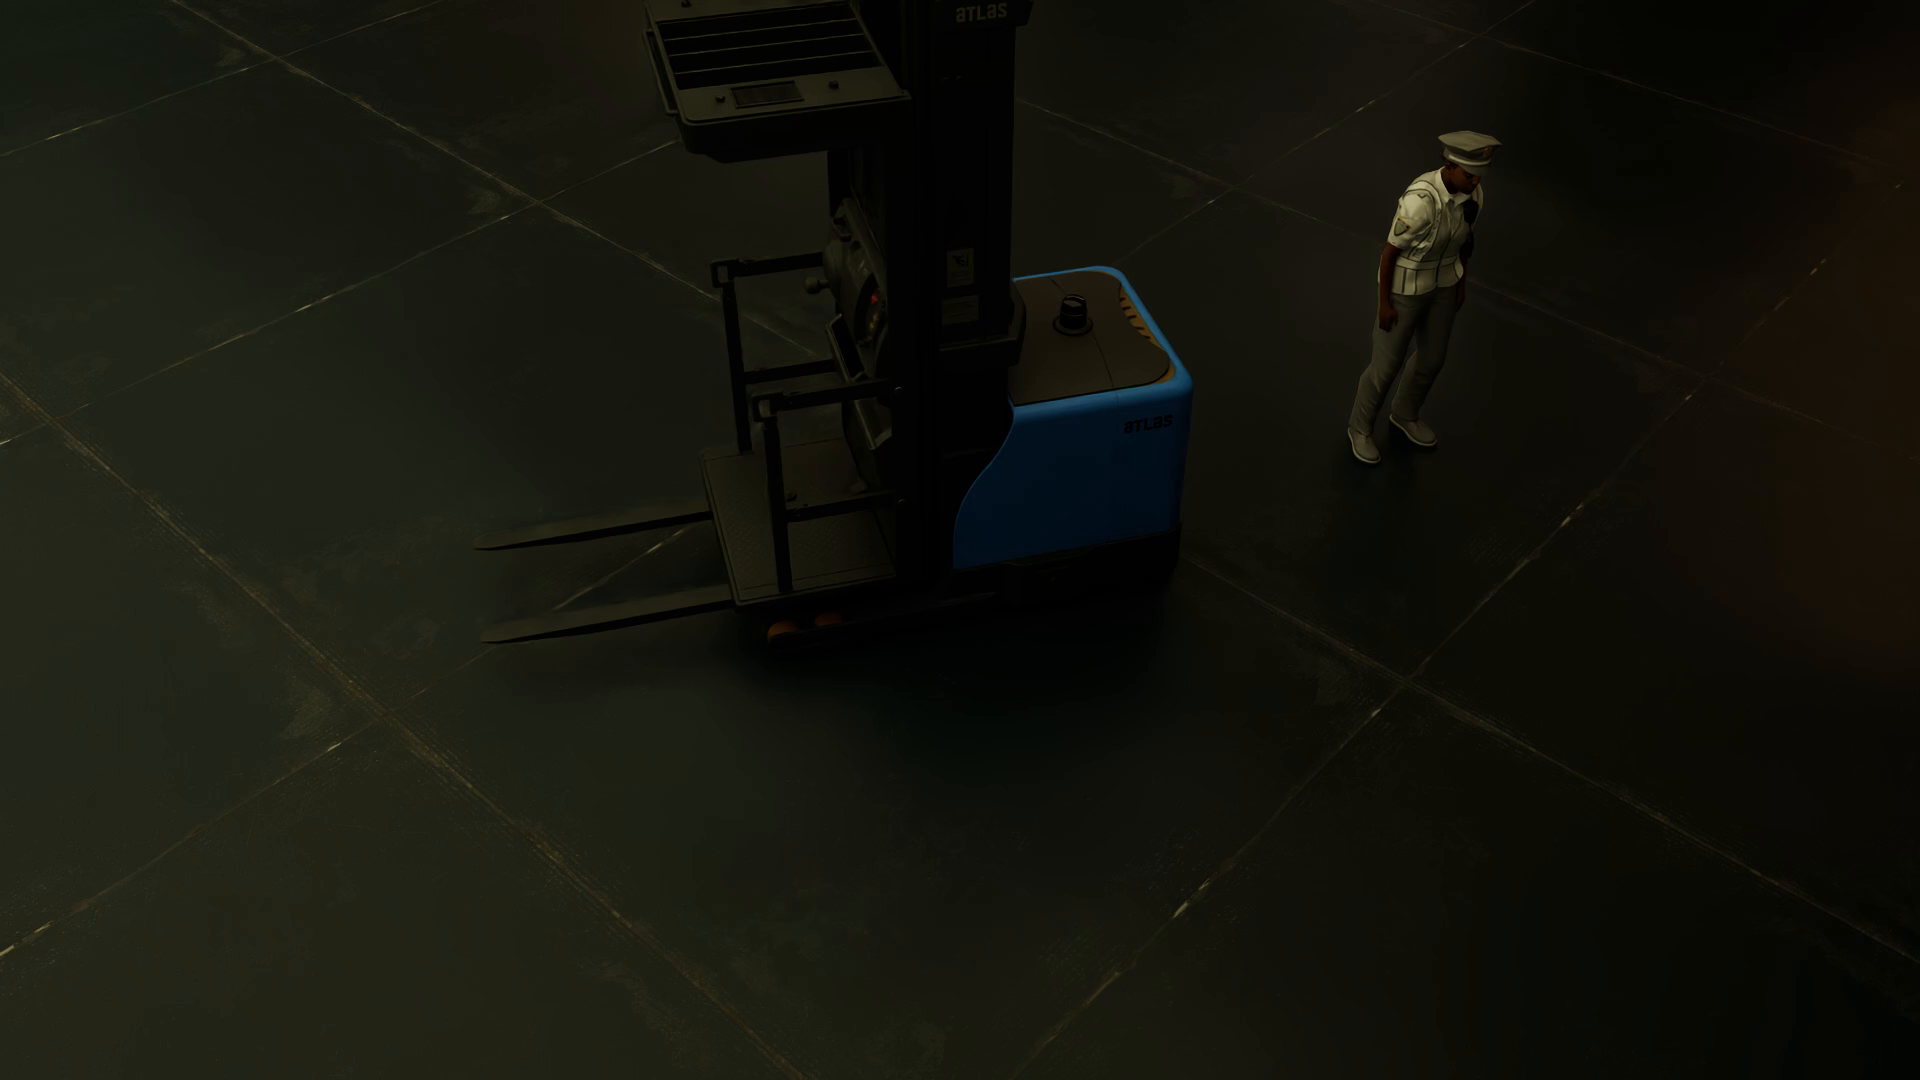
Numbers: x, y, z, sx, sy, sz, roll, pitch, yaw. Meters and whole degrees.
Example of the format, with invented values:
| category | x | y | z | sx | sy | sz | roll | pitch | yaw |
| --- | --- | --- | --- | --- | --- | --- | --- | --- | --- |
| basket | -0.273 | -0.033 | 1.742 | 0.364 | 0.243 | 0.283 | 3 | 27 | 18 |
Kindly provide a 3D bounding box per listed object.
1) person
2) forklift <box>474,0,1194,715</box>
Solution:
| category | x | y | z | sx | sy | sz | roll | pitch | yaw |
| --- | --- | --- | --- | --- | --- | --- | --- | --- | --- |
| person | 2.142 | -1.146 | 7.743 | 0.527 | 1.658 | 0.395 | -17 | 43 | -19 |
| forklift | -0.549 | -0.909 | 6.488 | 3.031 | 2.935 | 1.130 | -19 | 44 | -21 |
